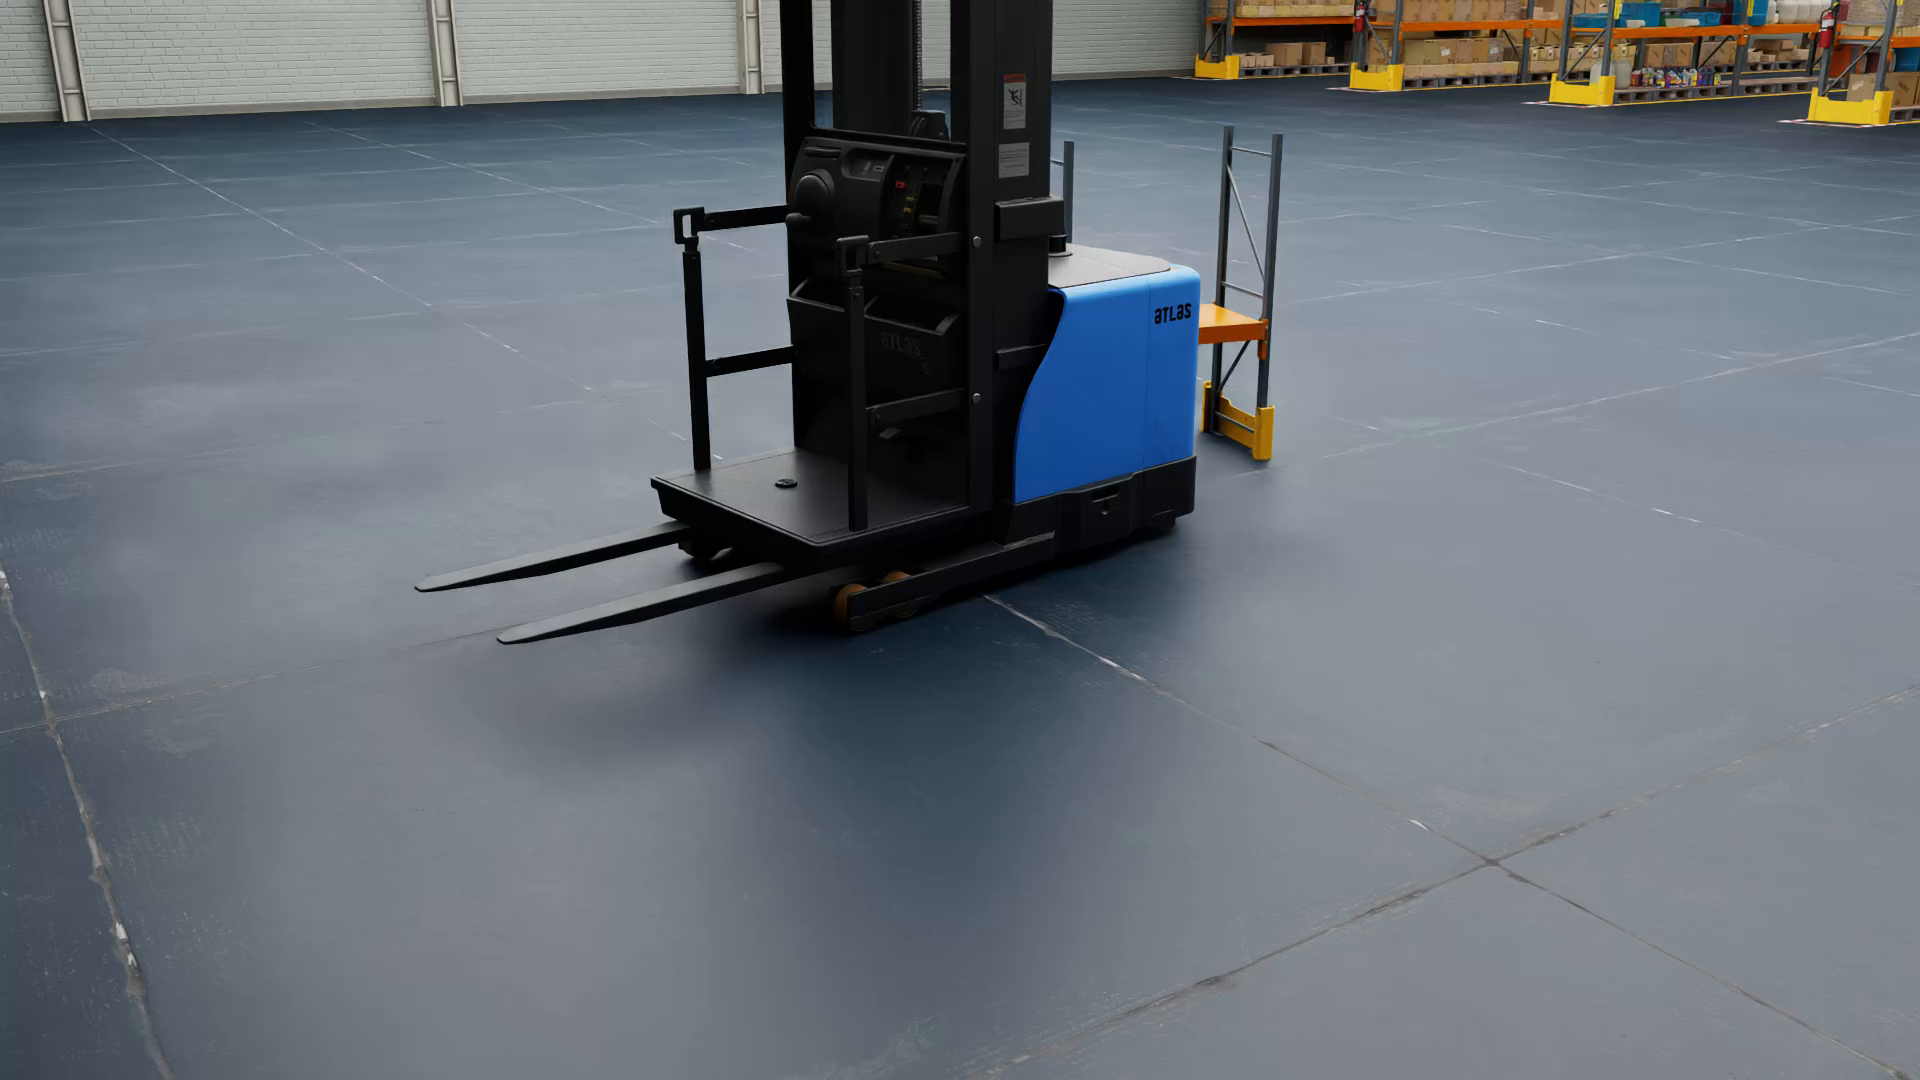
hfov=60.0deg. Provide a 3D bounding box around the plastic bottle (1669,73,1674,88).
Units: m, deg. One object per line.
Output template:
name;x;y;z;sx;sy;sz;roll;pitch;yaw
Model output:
plastic bottle;13.229;-8.563;30.964;0.097;0.271;0.097;0;19;0

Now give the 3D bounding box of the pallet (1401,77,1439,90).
pallet;9.151;-9.501;34.520;1.213;0.211;1.003;-12;22;-31

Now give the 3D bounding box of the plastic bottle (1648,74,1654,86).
plastic bottle;13.130;-8.742;31.600;0.097;0.201;0.097;0;19;0

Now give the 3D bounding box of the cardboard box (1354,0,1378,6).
cardboard box;9.593;-13.042;39.795;0.500;0.500;0.700;-12;22;-31

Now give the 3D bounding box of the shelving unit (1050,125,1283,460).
shelving unit;0.877;-1.126;7.732;1.083;1.500;0.587;-7;20;-19

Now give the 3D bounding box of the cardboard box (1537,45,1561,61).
cardboard box;12.779;-10.636;36.284;0.500;0.311;0.500;-12;22;-32

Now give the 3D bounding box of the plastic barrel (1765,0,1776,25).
plastic barrel;15.517;-10.230;32.108;0.433;0.535;0.433;0;19;0

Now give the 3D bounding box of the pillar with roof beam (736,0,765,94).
pillar with roof beam;-1.737;-11.932;27.989;0.400;9.000;9.100;-12;22;-31

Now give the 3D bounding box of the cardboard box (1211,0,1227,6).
cardboard box;6.085;-12.434;37.873;0.500;0.500;0.500;-12;22;-32

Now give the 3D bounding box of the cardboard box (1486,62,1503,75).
cardboard box;11.186;-10.052;35.431;0.500;0.250;0.500;-12;22;-31

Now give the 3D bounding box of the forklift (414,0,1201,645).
forklift;-0.473;-1.258;5.888;3.031;2.935;1.130;-15;24;-38

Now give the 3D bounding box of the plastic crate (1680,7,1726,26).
plastic crate;14.090;-9.968;31.642;0.504;0.338;0.767;-12;22;-31

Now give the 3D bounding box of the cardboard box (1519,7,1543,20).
cardboard box;12.264;-11.408;36.041;0.500;0.250;0.500;-10;21;-28

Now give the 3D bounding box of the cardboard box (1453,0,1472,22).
cardboard box;10.224;-11.076;34.667;0.500;0.500;0.700;-11;22;-30

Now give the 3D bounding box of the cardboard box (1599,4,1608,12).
cardboard box;14.364;-11.938;37.511;0.500;0.311;0.500;-12;22;-32

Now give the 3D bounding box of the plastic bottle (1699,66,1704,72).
plastic bottle;14.139;-8.857;31.709;0.185;0.351;0.144;-12;22;-31

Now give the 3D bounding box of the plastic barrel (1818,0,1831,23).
plastic barrel;17.197;-10.575;33.166;0.421;0.512;0.421;0;19;0

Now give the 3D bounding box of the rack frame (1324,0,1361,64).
rack frame;9.149;-12.705;39.643;0.127;3.000;1.000;-12;22;-31

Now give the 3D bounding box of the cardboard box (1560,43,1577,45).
cardboard box;13.757;-11.050;37.508;0.500;0.311;0.500;-13;22;-33

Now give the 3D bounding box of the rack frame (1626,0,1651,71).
rack frame;15.217;-12.086;37.810;0.127;3.000;1.000;-12;22;-31

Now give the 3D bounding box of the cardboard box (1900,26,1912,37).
cardboard box;14.569;-7.932;25.917;0.250;0.149;0.380;-12;22;-31

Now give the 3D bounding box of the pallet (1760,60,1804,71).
pallet;20.152;-11.806;41.337;1.213;0.211;1.003;-12;22;-31

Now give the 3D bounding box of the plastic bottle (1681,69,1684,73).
plastic bottle;13.894;-8.946;32.076;0.133;0.283;0.061;-12;22;-31

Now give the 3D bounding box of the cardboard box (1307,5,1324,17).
cardboard box;8.088;-12.301;38.650;0.500;0.250;0.500;-12;22;-32

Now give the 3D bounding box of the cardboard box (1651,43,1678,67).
cardboard box;16.189;-11.207;38.428;0.500;0.500;0.500;-13;23;-33

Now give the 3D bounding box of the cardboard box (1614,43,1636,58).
cardboard box;14.915;-11.089;37.625;0.500;0.311;0.500;-11;22;-30

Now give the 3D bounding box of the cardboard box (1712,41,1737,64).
cardboard box;18.303;-11.651;39.740;0.500;0.500;0.500;-12;22;-32

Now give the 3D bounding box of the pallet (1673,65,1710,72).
pallet;16.879;-11.099;39.247;1.213;0.211;1.003;-12;22;-31

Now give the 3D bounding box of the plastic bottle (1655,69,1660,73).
plastic bottle;13.377;-8.895;31.925;0.133;0.283;0.061;-11;21;-29

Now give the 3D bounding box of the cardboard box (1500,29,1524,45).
cardboard box;13.911;-12.837;42.735;0.750;0.750;0.750;-12;22;-32

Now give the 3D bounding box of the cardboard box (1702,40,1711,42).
cardboard box;18.020;-11.794;40.164;0.500;0.500;0.500;-13;23;-34

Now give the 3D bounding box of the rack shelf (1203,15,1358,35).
rack shelf;7.478;-12.012;38.716;4.000;0.370;1.077;-12;22;-31

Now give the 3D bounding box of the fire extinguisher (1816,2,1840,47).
fire extinguisher;13.632;-8.092;26.119;0.183;0.674;0.296;-12;22;-31

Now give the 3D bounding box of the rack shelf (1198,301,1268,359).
rack shelf;0.869;-0.954;7.787;1.000;0.185;0.538;-7;20;-19

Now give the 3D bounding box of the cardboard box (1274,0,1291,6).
cardboard box;7.225;-12.472;37.984;0.500;0.500;0.500;-13;22;-33

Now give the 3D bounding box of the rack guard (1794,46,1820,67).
rack guard;21.835;-12.297;42.338;0.348;0.500;1.175;-12;22;-31

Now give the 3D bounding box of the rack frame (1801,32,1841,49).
rack frame;21.898;-13.495;41.978;0.127;3.000;1.000;-12;22;-31

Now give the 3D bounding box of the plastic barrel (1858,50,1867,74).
plastic barrel;18.760;-9.994;34.853;0.421;0.512;0.421;0;19;0

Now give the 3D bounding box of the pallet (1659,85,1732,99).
pallet;14.014;-8.627;31.934;1.213;0.211;1.003;-12;22;-31

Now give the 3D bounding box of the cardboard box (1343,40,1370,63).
cardboard box;9.754;-11.864;40.369;0.500;0.500;0.700;-11;22;-30

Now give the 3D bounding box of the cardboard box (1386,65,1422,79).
cardboard box;9.106;-9.608;34.118;0.500;0.250;0.500;-12;22;-31

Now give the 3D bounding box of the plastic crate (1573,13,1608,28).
plastic crate;11.510;-9.449;30.242;0.616;0.251;0.499;-12;22;-31

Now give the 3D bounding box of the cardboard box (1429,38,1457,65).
cardboard box;9.933;-10.143;34.531;0.500;0.500;0.500;-12;22;-31

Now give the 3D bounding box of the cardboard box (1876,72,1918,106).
cardboard box;14.992;-7.261;26.785;0.500;0.500;0.500;-6;20;-17

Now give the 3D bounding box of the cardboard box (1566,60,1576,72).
cardboard box;13.208;-10.464;36.650;0.500;0.250;0.500;-13;22;-33

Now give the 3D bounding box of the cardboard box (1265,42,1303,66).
cardboard box;7.552;-11.339;38.818;0.500;0.500;0.700;-14;23;-35

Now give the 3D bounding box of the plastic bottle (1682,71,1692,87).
plastic bottle;13.650;-8.665;31.257;0.135;0.276;0.152;-11;22;-30

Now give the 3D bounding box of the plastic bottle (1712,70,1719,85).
plastic bottle;14.377;-8.804;31.657;0.133;0.283;0.061;-11;21;-29

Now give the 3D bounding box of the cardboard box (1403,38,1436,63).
cardboard box;9.647;-10.282;34.942;0.500;0.500;0.500;-12;22;-31

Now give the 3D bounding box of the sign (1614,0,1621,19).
sign;11.556;-9.334;29.239;0.005;0.325;0.100;-12;22;-31
